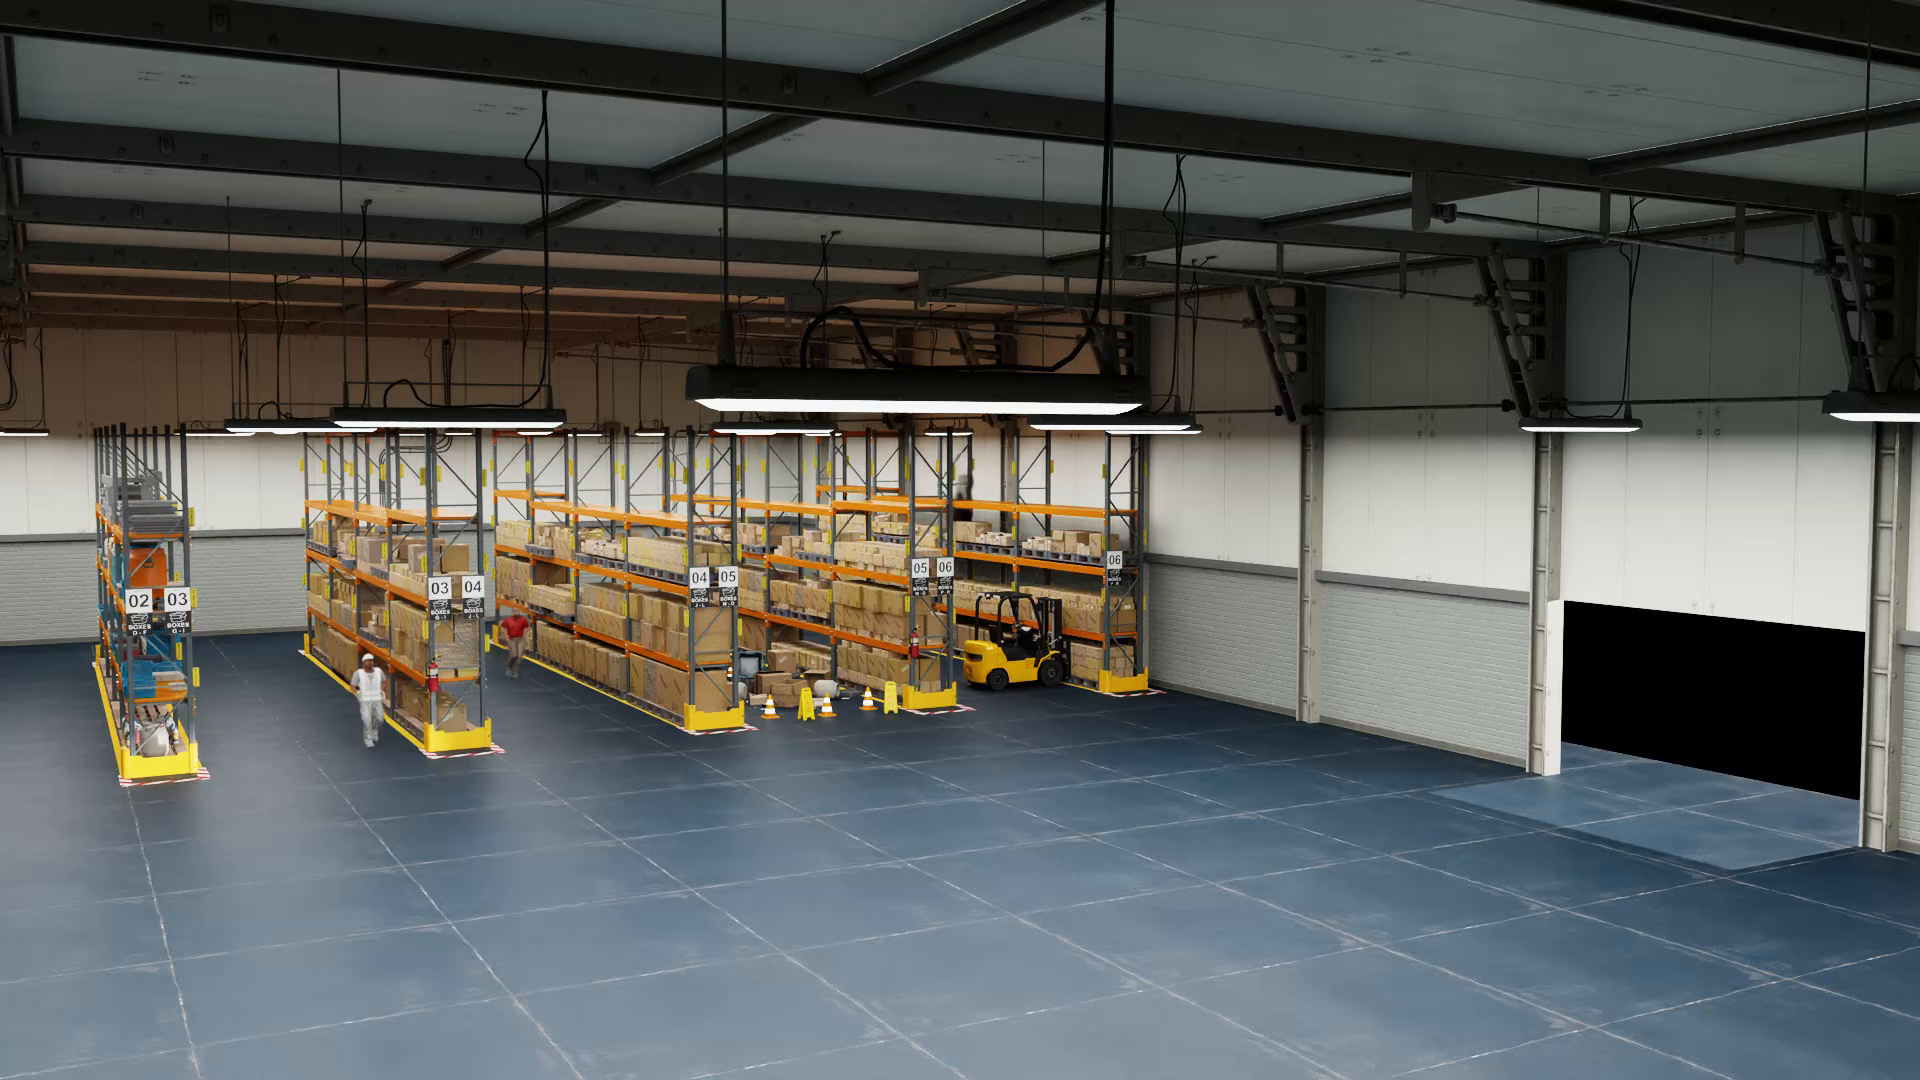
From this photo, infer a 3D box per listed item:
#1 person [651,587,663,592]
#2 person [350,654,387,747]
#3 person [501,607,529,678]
[{"bbox_3d":[-9.242,1.851,50.533,0.660,1.660,0.637,-1,3,-9],"label":"person"},{"bbox_3d":[-10.957,2.981,30.886,0.676,1.734,0.611,-2,4,-31],"label":"person"},{"bbox_3d":[-10.635,2.460,39.893,0.638,1.711,0.647,-2,4,-27],"label":"person"}]
